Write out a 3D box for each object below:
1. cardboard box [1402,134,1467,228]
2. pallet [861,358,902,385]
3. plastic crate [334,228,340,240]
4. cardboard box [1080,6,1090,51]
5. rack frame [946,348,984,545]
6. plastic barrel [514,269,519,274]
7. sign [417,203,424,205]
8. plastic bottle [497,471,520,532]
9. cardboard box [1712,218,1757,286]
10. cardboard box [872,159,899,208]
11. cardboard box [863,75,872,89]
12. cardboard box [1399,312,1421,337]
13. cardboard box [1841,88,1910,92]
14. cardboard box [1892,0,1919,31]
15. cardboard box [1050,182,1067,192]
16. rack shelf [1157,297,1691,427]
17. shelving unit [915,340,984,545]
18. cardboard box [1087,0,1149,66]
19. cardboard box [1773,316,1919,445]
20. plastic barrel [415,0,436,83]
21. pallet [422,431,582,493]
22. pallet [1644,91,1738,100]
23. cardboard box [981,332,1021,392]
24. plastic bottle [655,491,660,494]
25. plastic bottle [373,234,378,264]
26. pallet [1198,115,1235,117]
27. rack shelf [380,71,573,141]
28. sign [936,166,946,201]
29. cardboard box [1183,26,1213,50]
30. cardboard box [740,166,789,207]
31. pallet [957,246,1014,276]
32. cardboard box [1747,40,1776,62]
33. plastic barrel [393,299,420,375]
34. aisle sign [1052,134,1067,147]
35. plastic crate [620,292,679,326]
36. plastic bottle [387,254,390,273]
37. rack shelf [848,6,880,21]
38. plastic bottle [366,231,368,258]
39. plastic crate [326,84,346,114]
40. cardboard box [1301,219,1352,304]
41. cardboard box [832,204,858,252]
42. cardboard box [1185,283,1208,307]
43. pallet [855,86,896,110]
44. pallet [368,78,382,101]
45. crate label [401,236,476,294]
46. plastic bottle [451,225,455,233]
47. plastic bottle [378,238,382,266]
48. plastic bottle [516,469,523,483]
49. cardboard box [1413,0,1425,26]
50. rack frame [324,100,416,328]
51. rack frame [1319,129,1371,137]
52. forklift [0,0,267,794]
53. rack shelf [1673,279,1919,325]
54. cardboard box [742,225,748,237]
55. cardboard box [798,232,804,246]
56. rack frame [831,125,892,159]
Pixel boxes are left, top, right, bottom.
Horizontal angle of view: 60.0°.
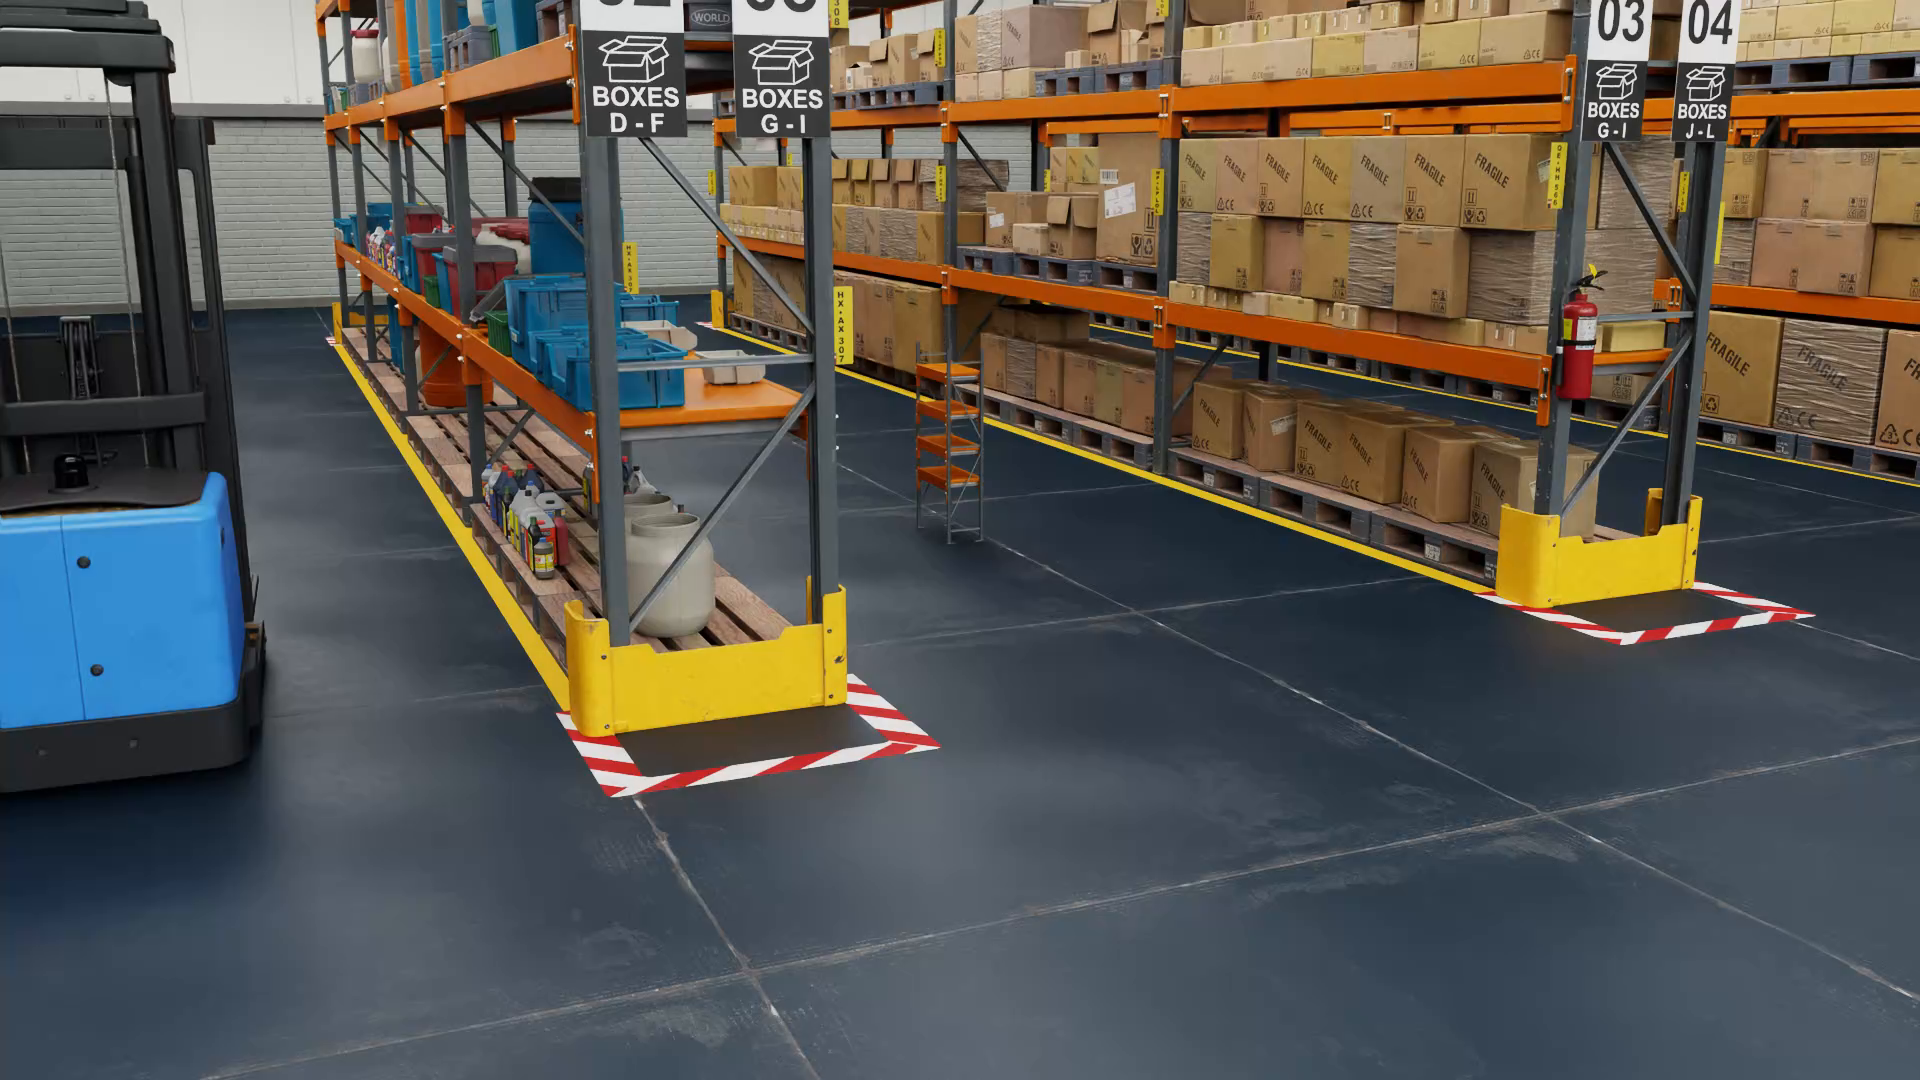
[{"bbox_3d":[2.880,-2.043,9.444,0.500,0.500,0.500,-6,14,-23],"label":"cardboard box"},{"bbox_3d":[-0.404,-1.883,18.040,1.003,0.211,1.213,-6,14,-23],"label":"pallet"},{"bbox_3d":[-7.565,-3.772,20.468,0.250,0.136,0.298,-6,14,-23],"label":"plastic crate"},{"bbox_3d":[1.148,-4.290,14.269,0.500,0.500,0.500,-5,14,-22],"label":"cardboard box"},{"bbox_3d":[0.031,-0.568,10.165,0.240,1.200,0.015,-6,14,-23],"label":"rack frame"},{"bbox_3d":[-2.998,-1.767,11.658,0.301,0.262,0.301,0,13,0],"label":"plastic barrel"},{"bbox_3d":[-6.917,-4.159,21.324,0.100,0.325,0.005,-6,14,-23],"label":"sign"},{"bbox_3d":[-2.589,-0.227,9.599,0.144,0.351,0.185,-6,14,-25],"label":"plastic bottle"},{"bbox_3d":[6.674,-2.419,13.838,0.875,0.550,0.550,-6,14,-23],"label":"cardboard box"},{"bbox_3d":[-0.483,-3.783,17.618,0.797,0.503,0.637,-5,14,-21],"label":"cardboard box"},{"bbox_3d":[-0.815,-4.869,17.730,0.380,0.149,0.250,-6,14,-25],"label":"cardboard box"},{"bbox_3d":[2.834,-1.293,9.860,0.380,0.149,0.250,-6,14,-23],"label":"cardboard box"},{"bbox_3d":[10.045,-4.915,18.072,0.797,0.503,0.637,-6,14,-23],"label":"cardboard box"},{"bbox_3d":[7.064,-3.769,11.869,0.500,0.250,0.500,-5,14,-22],"label":"cardboard box"},{"bbox_3d":[1.635,-4.976,24.338,0.500,0.500,0.500,-5,14,-20],"label":"cardboard box"},{"bbox_3d":[2.731,-1.231,10.630,1.077,0.370,4.000,-6,14,-23],"label":"rack shelf"},{"bbox_3d":[-0.066,-0.619,10.382,0.258,1.200,0.503,-6,14,-23],"label":"shelving unit"},{"bbox_3d":[1.454,-4.011,13.236,0.797,0.503,0.637,-5,14,-21],"label":"cardboard box"},{"bbox_3d":[7.068,-1.269,12.980,0.875,0.875,0.875,-6,14,-23],"label":"cardboard box"},{"bbox_3d":[-3.273,-3.473,10.959,0.600,0.901,0.600,0,13,0],"label":"plastic barrel"},{"bbox_3d":[-3.451,-0.599,12.492,1.003,0.211,1.213,-6,14,-23],"label":"pallet"},{"bbox_3d":[6.103,-3.974,14.662,0.805,0.209,1.217,-6,14,-25],"label":"pallet"},{"bbox_3d":[0.615,-1.681,15.547,0.700,0.500,0.500,-6,15,-26],"label":"cardboard box"},{"bbox_3d":[-1.705,-0.142,9.405,0.097,0.271,0.097,0,13,0],"label":"plastic bottle"},{"bbox_3d":[-5.701,-2.845,16.269,0.061,0.283,0.133,-6,14,-23],"label":"plastic bottle"},{"bbox_3d":[3.460,-5.307,20.411,1.213,0.211,1.003,-6,14,-23],"label":"pallet"},{"bbox_3d":[-3.409,-3.071,11.929,1.077,0.370,4.000,-6,14,-23],"label":"rack shelf"},{"bbox_3d":[-0.179,-3.334,15.554,0.100,0.325,0.005,-6,14,-23],"label":"sign"},{"bbox_3d":[1.778,-3.482,11.557,0.380,0.149,0.250,-6,14,-25],"label":"cardboard box"},{"bbox_3d":[-2.519,-4.577,21.504,0.500,0.500,0.500,-6,14,-24],"label":"cardboard box"},{"bbox_3d":[0.711,-2.590,15.332,1.213,0.211,1.003,-6,14,-23],"label":"pallet"},{"bbox_3d":[6.455,-3.854,13.123,0.380,0.149,0.250,-6,14,-23],"label":"cardboard box"},{"bbox_3d":[-5.327,-2.122,16.607,0.600,0.901,0.708,-6,14,-23],"label":"plastic barrel"},{"bbox_3d":[1.404,-6.155,24.546,0.394,0.787,0.004,-6,14,-23],"label":"aisle sign"},{"bbox_3d":[-1.916,-1.270,9.536,0.499,0.251,0.616,-6,14,-23],"label":"plastic crate"},{"bbox_3d":[-5.119,-2.515,15.026,0.097,0.201,0.097,0,13,0],"label":"plastic bottle"},{"bbox_3d":[-2.076,-6.438,20.710,1.077,0.370,4.000,-6,14,-23],"label":"rack shelf"},{"bbox_3d":[-6.057,-3.029,17.062,0.061,0.283,0.133,-6,14,-23],"label":"plastic bottle"},{"bbox_3d":[-7.055,-5.117,19.311,0.504,0.338,0.767,-6,14,-23],"label":"plastic crate"},{"bbox_3d":[2.677,-1.782,10.534,0.875,0.500,0.500,-6,14,-23],"label":"cardboard box"},{"bbox_3d":[-1.117,-3.474,18.507,0.500,0.500,0.500,-6,14,-23],"label":"cardboard box"},{"bbox_3d":[1.829,-1.747,11.825,0.380,0.149,0.250,-6,14,-23],"label":"cardboard box"},{"bbox_3d":[-0.429,-4.549,17.139,1.003,0.211,1.213,-5,14,-20],"label":"pallet"},{"bbox_3d":[-4.952,-4.182,15.552,1.003,0.211,1.213,-6,14,-23],"label":"pallet"},{"bbox_3d":[-4.060,-2.161,12.975,0.502,0.435,0.616,-6,14,-23],"label":"crate label"},{"bbox_3d":[-5.071,-2.977,16.690,0.144,0.351,0.185,-6,14,-23],"label":"plastic bottle"},{"bbox_3d":[-5.491,-2.741,15.847,0.097,0.271,0.097,0,13,0],"label":"plastic bottle"},{"bbox_3d":[-2.630,-0.278,9.966,0.061,0.283,0.133,-6,14,-23],"label":"plastic bottle"},{"bbox_3d":[2.821,-3.003,9.487,0.380,0.149,0.250,-5,14,-22],"label":"cardboard box"},{"bbox_3d":[-7.415,-4.026,21.113,1.000,3.000,0.127,-6,14,-23],"label":"rack frame"},{"bbox_3d":[6.203,-5.369,26.913,1.000,3.000,0.127,-6,14,-23],"label":"rack frame"},{"bbox_3d":[-3.756,-0.777,7.225,1.130,2.935,3.031,-5,14,-20],"label":"forklift"},{"bbox_3d":[7.316,-1.658,12.475,1.077,0.370,4.000,-6,14,-23],"label":"rack shelf"},{"bbox_3d":[-2.624,-4.036,21.712,0.380,0.149,0.250,-6,14,-24],"label":"cardboard box"},{"bbox_3d":[-1.697,-3.558,19.648,0.380,0.149,0.250,-6,14,-23],"label":"cardboard box"},{"bbox_3d":[-1.274,-3.647,19.475,1.000,3.000,0.127,-6,14,-23],"label":"rack frame"}]
